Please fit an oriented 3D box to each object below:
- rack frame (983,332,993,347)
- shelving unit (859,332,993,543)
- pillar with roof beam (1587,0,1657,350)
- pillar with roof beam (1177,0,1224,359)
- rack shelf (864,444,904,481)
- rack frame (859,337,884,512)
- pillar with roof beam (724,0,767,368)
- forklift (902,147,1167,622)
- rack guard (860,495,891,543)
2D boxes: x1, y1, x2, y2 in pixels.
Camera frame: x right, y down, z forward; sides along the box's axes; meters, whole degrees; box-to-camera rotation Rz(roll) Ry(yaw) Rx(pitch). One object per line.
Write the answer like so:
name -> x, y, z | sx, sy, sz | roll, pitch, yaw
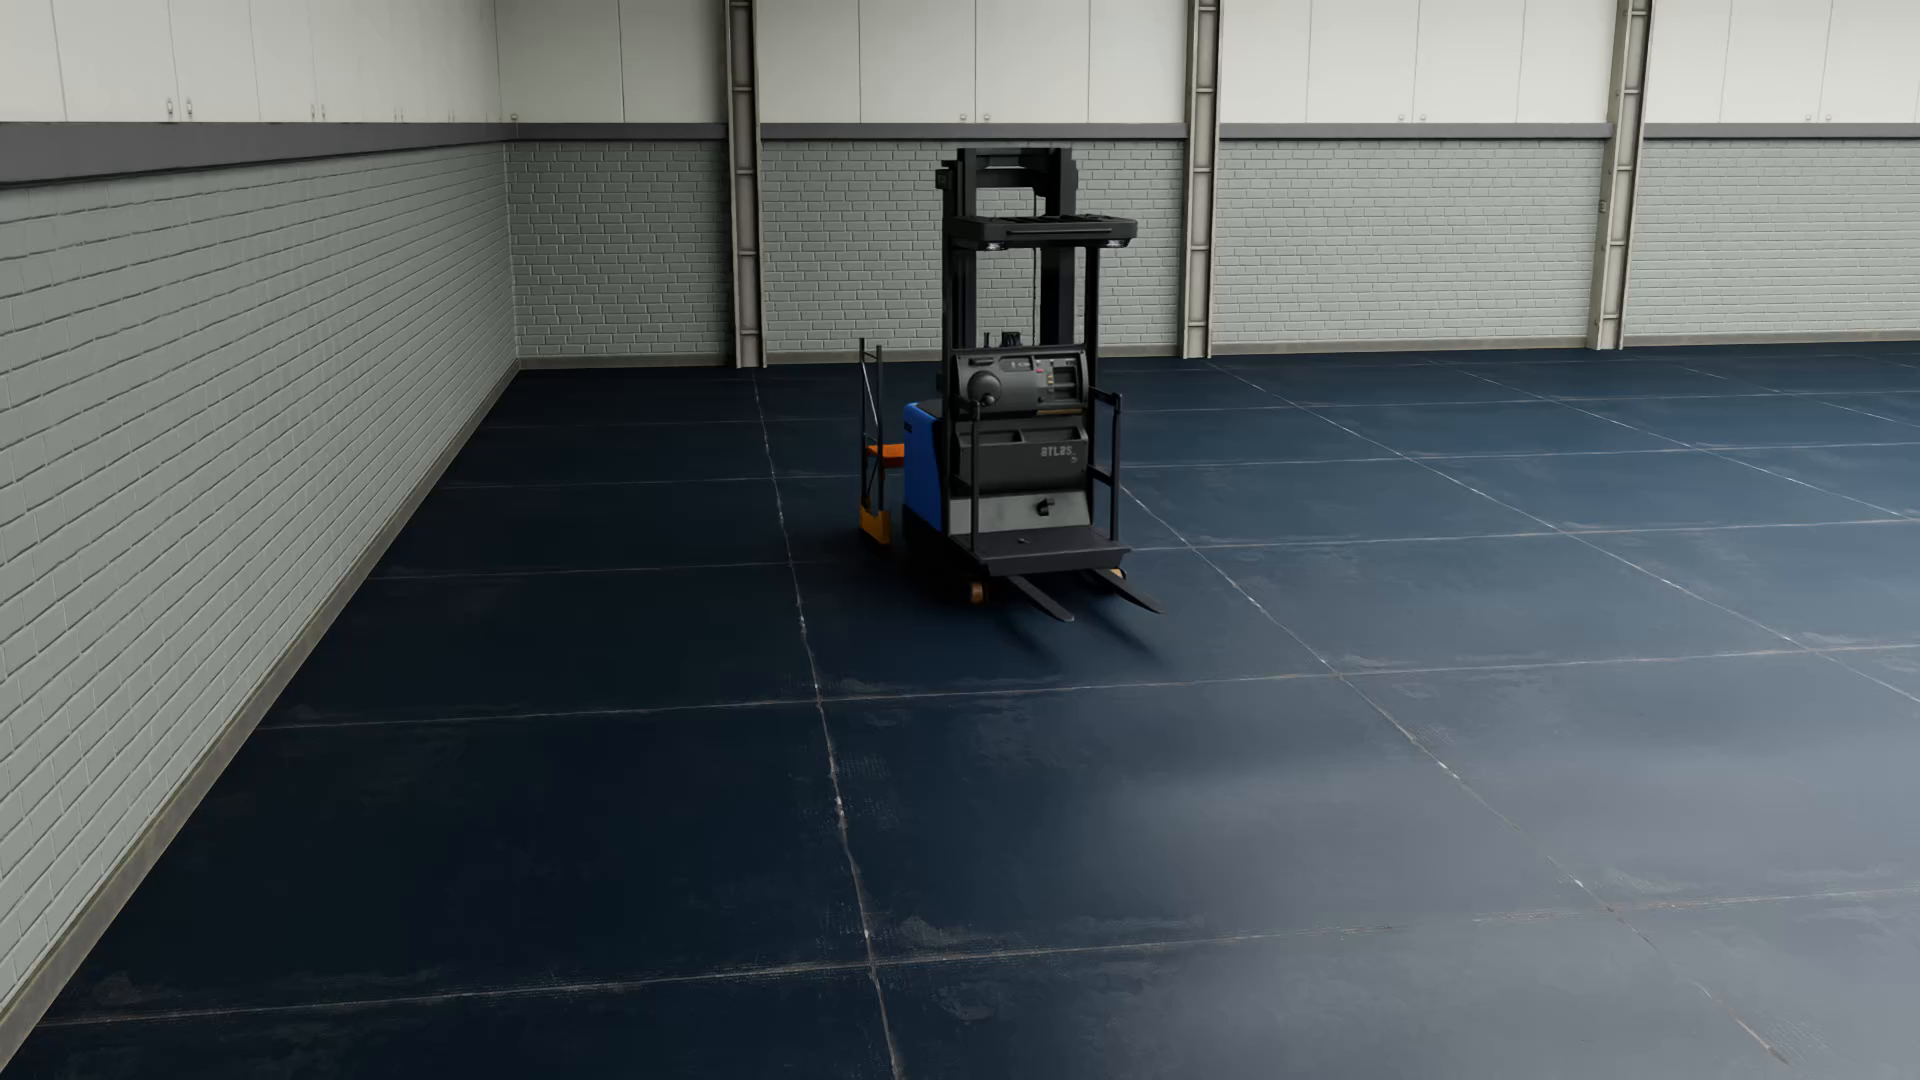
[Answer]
rack frame -> 0.281, -0.853, 13.041 | 0.032, 1.500, 0.500 | -5, 15, -19
shelving unit -> -0.189, -0.813, 12.879 | 1.083, 1.500, 0.587 | -5, 15, -19
pillar with roof beam -> 9.767, -6.048, 18.337 | 0.400, 9.000, 9.100 | -2, 14, -8
pillar with roof beam -> 3.834, -5.830, 17.470 | 0.400, 9.000, 9.100 | -2, 14, -8
rack shelf -> -0.198, -0.637, 12.920 | 1.000, 0.185, 0.538 | -5, 15, -19
rack frame -> -0.677, -0.770, 12.711 | 0.032, 1.500, 0.500 | -5, 15, -19
pillar with roof beam -> -2.099, -5.613, 16.603 | 0.400, 9.000, 9.100 | -2, 14, -8
forklift -> 0.489, -1.099, 11.077 | 1.130, 2.935, 3.031 | -4, 15, -17
rack guard -> -0.658, -0.166, 12.869 | 0.087, 0.250, 0.587 | -5, 15, -19
